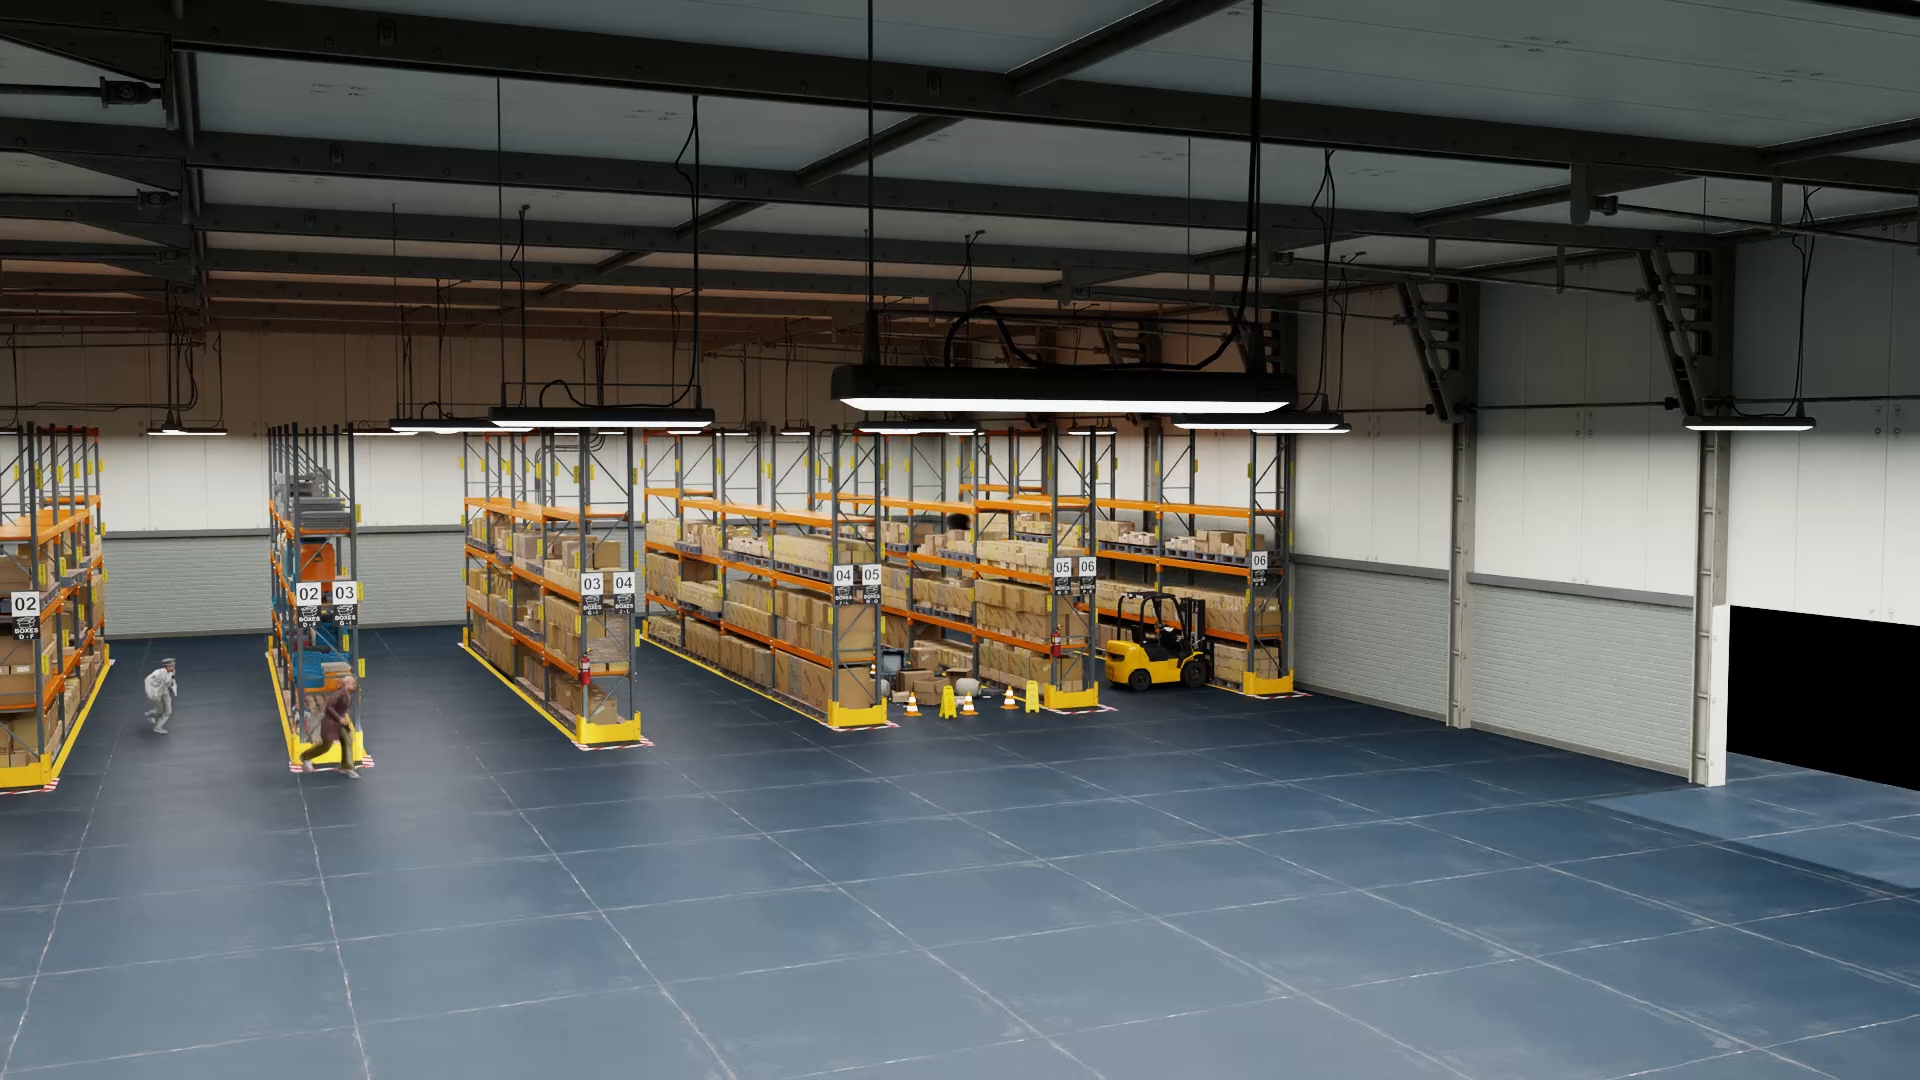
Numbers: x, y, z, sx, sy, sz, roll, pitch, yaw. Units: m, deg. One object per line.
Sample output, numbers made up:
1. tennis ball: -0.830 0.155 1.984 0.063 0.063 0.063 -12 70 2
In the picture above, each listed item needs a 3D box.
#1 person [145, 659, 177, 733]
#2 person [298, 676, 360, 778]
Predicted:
1. person: -15.568 3.025 32.275 0.882 1.479 0.499 2 4 31
2. person: -10.684 3.166 28.159 1.087 1.745 0.740 0 3 1
